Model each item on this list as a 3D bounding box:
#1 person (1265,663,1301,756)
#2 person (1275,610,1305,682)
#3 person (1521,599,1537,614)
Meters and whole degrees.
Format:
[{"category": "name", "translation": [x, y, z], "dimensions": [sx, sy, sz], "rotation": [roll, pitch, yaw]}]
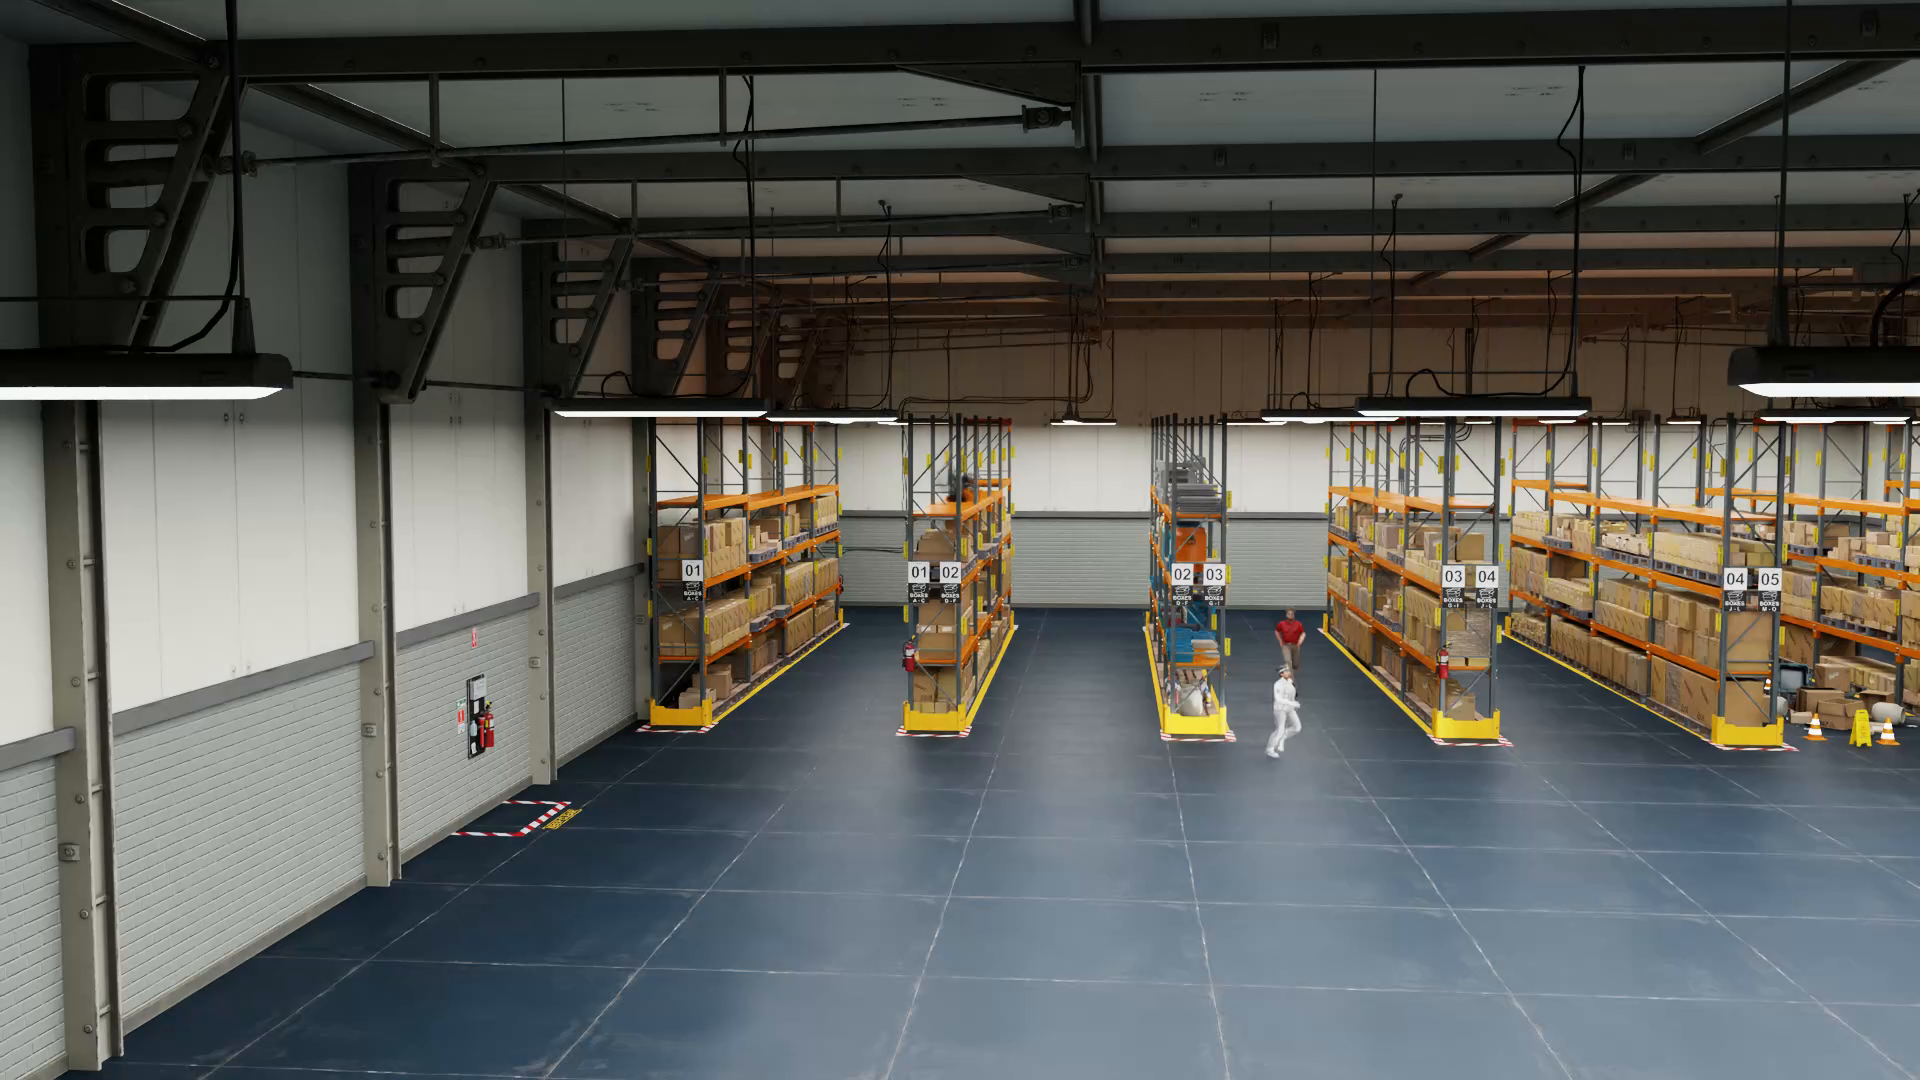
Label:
[{"category": "person", "translation": [5.657, 2.949, 28.860], "dimensions": [0.643, 1.654, 0.714], "rotation": [-3, 5, -41]}, {"category": "person", "translation": [7.357, 2.412, 37.013], "dimensions": [0.643, 1.719, 1.018], "rotation": [0, 4, 0]}, {"category": "person", "translation": [16.265, 1.695, 47.280], "dimensions": [0.601, 1.700, 0.797], "rotation": [2, 4, 24]}]
